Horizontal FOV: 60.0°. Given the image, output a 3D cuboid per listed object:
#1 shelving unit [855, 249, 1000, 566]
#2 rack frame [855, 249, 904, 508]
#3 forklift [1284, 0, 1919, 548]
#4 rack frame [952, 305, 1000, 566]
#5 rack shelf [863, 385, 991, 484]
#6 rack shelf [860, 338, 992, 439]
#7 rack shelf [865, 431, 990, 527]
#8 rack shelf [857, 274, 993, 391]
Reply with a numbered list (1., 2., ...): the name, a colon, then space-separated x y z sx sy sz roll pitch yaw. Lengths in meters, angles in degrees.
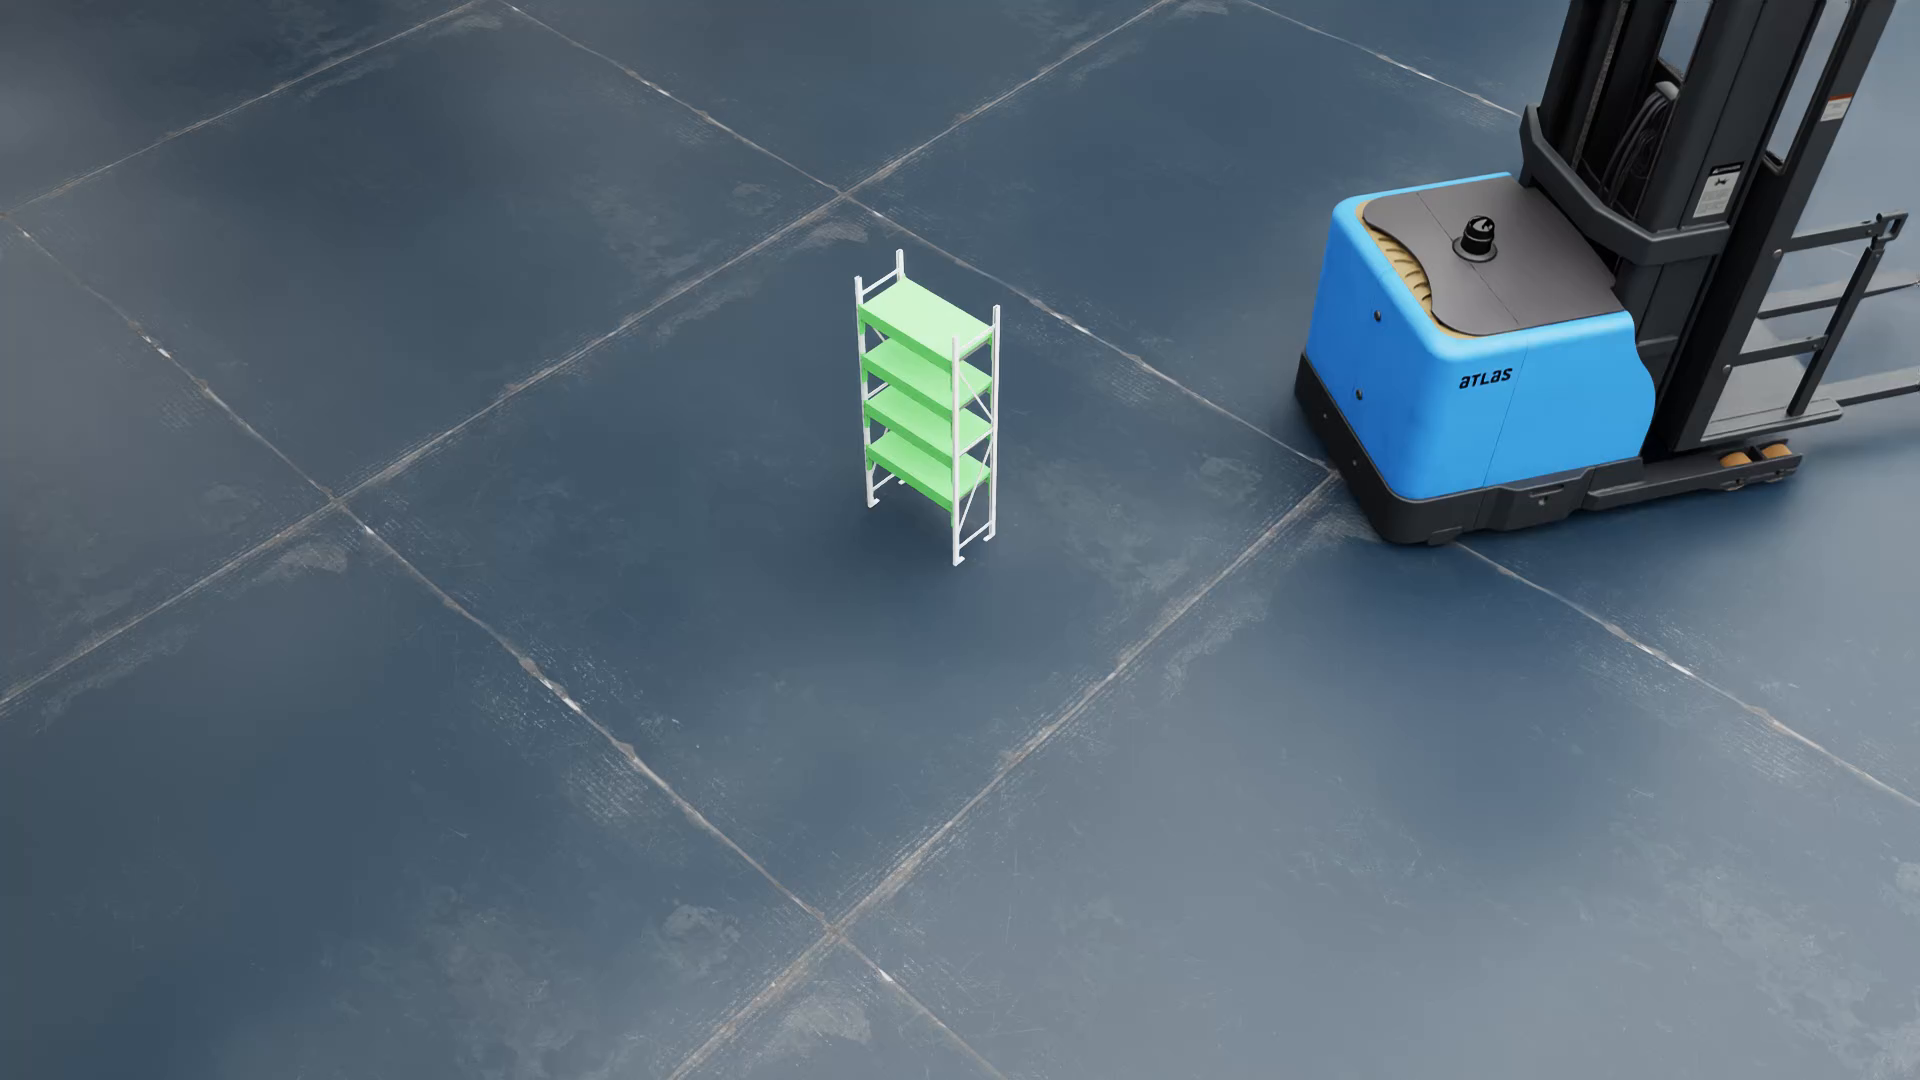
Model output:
1. shelving unit: -0.122 -0.493 6.498 0.503 1.200 0.258 34 55 28
2. rack frame: -0.301 -0.613 6.611 0.015 1.200 0.240 34 55 28
3. forklift: 3.008 -1.566 6.319 3.031 2.935 1.130 -11 48 -10
4. rack frame: 0.058 -0.372 6.385 0.015 1.200 0.240 34 55 28
5. rack shelf: -0.122 -0.449 6.545 0.480 0.148 0.258 34 55 28
6. rack shelf: -0.122 -0.613 6.370 0.480 0.148 0.258 34 55 28
7. rack shelf: -0.122 -0.285 6.720 0.480 0.148 0.258 34 55 28
8. rack shelf: -0.122 -0.777 6.195 0.480 0.148 0.258 34 55 28
